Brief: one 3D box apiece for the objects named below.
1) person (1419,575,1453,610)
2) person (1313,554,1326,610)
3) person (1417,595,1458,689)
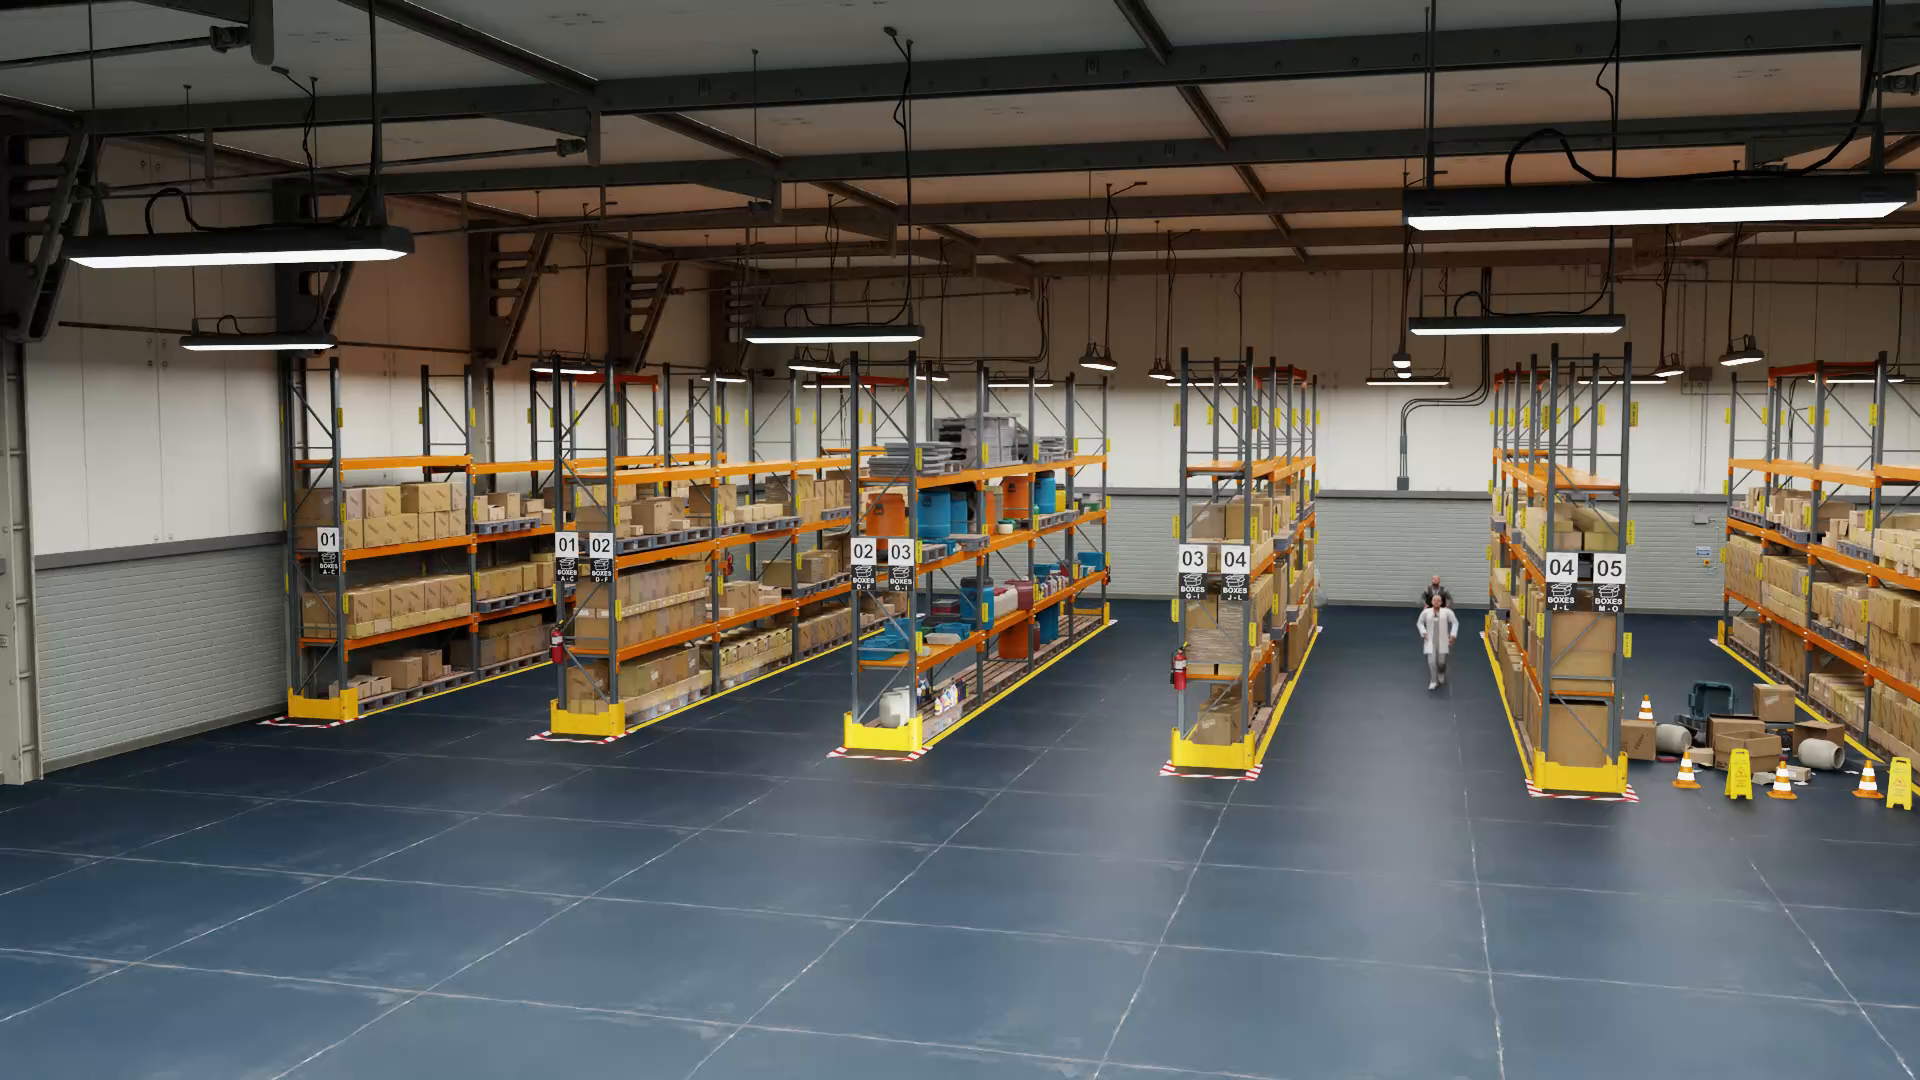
[{"bbox_3d":[10.082,1.580,35.256,0.700,1.681,0.581,1,4,16],"label":"person"},{"bbox_3d":[8.582,1.185,40.268,0.529,1.725,0.727,2,5,26],"label":"person"},{"bbox_3d":[8.837,1.880,30.807,0.746,1.737,0.658,1,4,18],"label":"person"}]
